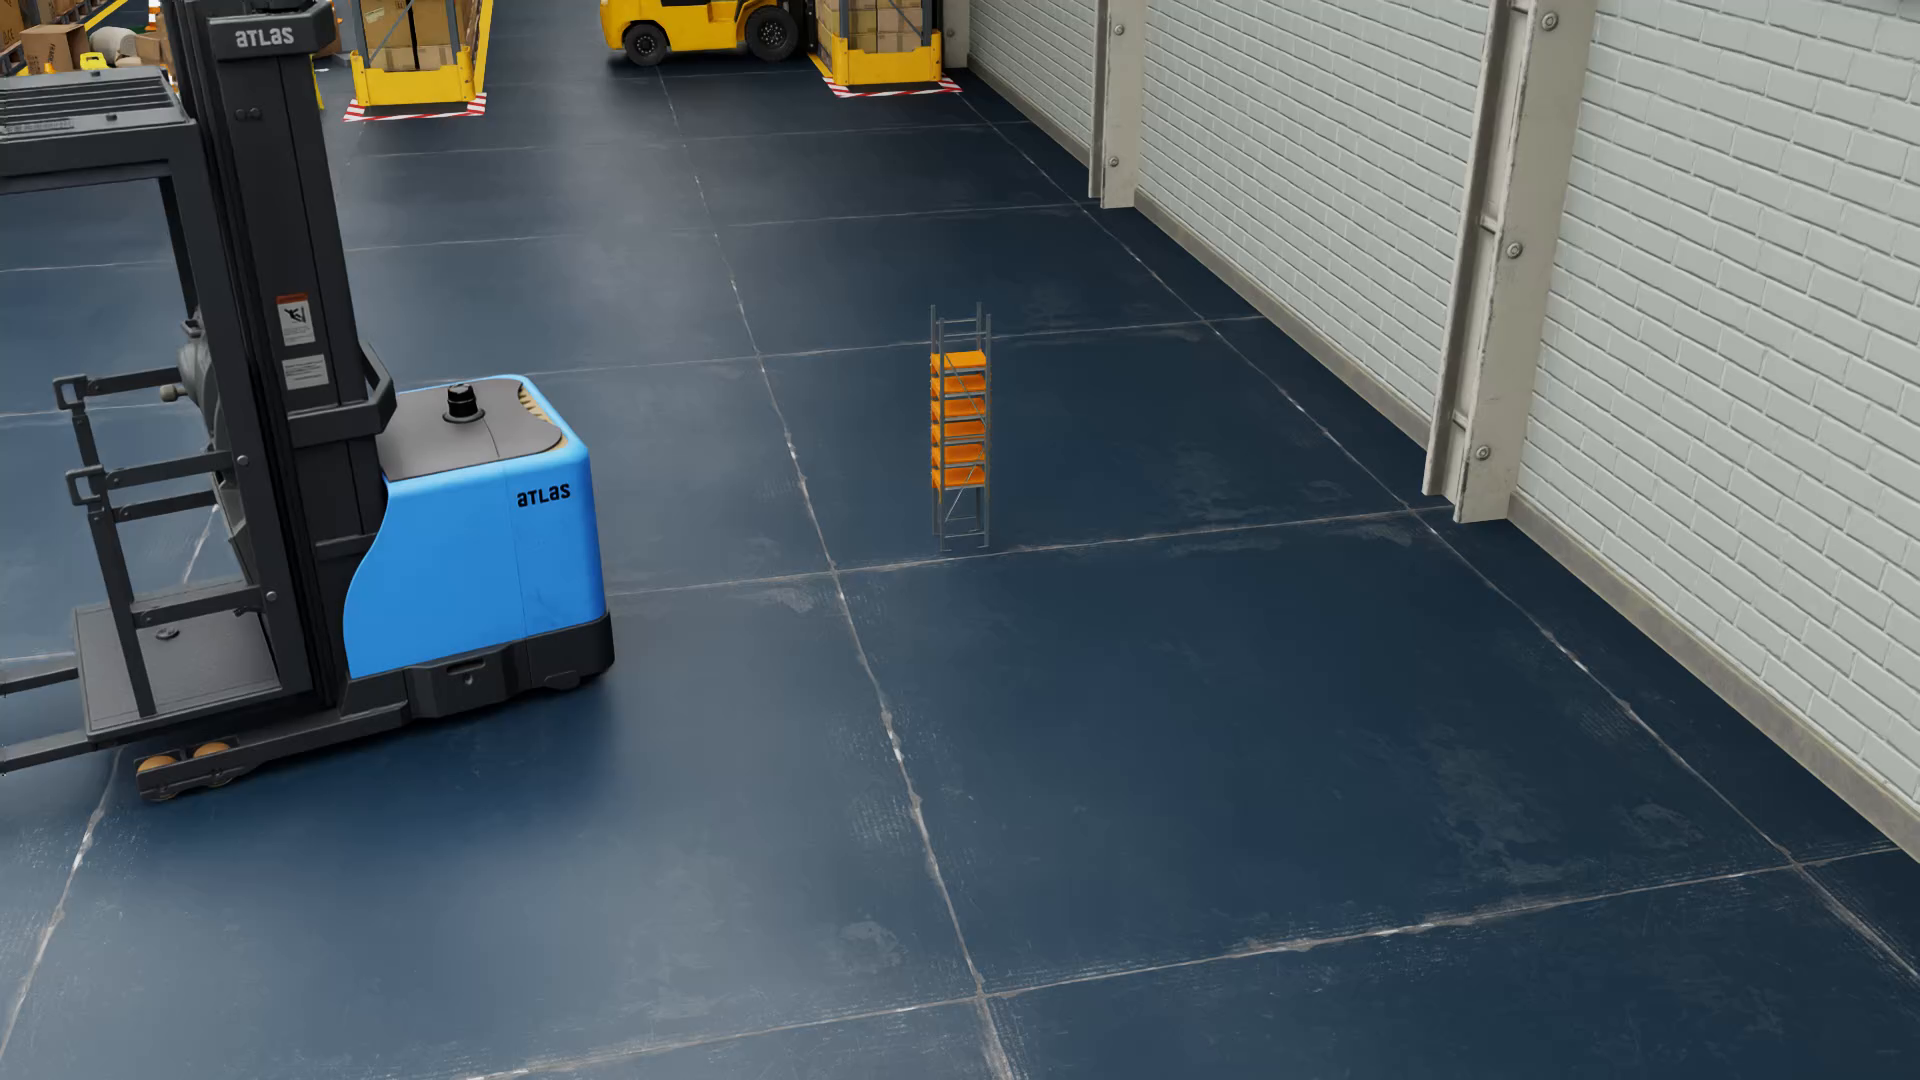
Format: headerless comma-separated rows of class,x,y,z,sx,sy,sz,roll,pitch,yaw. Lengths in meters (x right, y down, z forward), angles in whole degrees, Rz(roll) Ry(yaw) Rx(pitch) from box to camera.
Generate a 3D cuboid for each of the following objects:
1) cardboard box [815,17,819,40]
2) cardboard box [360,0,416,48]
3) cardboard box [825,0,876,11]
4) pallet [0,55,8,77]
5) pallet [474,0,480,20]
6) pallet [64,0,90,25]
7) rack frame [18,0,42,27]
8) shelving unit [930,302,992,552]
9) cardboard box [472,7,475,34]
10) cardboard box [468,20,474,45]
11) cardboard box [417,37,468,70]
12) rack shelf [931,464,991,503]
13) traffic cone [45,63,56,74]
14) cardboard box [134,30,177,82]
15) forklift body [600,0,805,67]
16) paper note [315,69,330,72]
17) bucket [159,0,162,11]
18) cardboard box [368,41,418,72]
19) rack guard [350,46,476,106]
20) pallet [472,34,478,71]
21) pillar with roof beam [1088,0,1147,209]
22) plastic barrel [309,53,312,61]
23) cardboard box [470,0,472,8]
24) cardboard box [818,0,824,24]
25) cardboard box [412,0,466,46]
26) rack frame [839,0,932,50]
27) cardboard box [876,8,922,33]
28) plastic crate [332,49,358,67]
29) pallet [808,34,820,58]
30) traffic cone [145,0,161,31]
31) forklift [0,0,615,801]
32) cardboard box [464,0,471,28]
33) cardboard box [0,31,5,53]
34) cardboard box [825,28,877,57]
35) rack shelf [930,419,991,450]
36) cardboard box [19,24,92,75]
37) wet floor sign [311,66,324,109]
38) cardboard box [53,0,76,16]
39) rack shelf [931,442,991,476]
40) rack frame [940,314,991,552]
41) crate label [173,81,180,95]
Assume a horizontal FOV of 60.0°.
cardboard box,-1.422,-5.970,19.335,0.500,0.250,0.500,-6,27,-11
cardboard box,-6.071,-5.511,17.592,0.500,0.500,0.500,-6,27,-11
cardboard box,-1.209,-5.973,18.231,0.500,0.250,0.500,-5,27,-10
pallet,-10.964,-4.976,17.875,1.003,0.211,1.213,-6,27,-12
pallet,-6.715,-6.744,21.376,1.003,0.211,1.213,-6,27,-12
pallet,-11.864,-6.723,21.335,1.003,0.211,1.213,-6,27,-12
rack frame,-11.338,-7.100,18.987,1.000,3.000,0.127,-6,27,-12
shelving unit,0.003,-0.529,7.967,0.258,1.200,0.189,-6,27,-12
cardboard box,-6.013,-6.142,19.675,0.500,0.250,0.500,-7,28,-13
cardboard box,-5.792,-5.696,18.792,0.500,0.250,0.500,-4,27,-8
cardboard box,-5.549,-5.233,17.874,0.500,0.250,0.500,-6,27,-12
rack shelf,0.003,-0.275,8.095,0.258,0.103,0.180,-6,27,-12
traffic cone,-9.173,-4.589,16.827,0.336,0.463,0.334,-6,27,-12
cardboard box,-8.499,-5.290,18.173,0.637,0.503,0.797,19,32,32
forklift body,-3.006,-6.665,19.067,2.313,2.155,1.214,-6,27,-12
paper note,-7.173,-5.289,18.694,0.142,0.019,0.148,-16,31,-29
bucket,-9.061,-6.491,19.728,0.726,0.611,0.620,3,17,6
cardboard box,-6.086,-5.189,17.787,0.500,0.250,0.500,-6,27,-12
rack guard,-5.654,-4.808,17.221,1.175,0.500,0.348,-6,27,-12
pallet,-6.074,-5.574,19.059,1.003,0.211,1.213,-6,27,-12
pillar with roof beam,-2.922,-6.401,10.944,9.100,9.000,0.400,-6,27,-12
plastic barrel,-7.577,-5.494,18.664,0.512,0.421,0.421,13,30,24
cardboard box,-6.027,-6.486,19.524,0.500,0.500,0.500,-5,27,-11
cardboard box,-1.318,-5.983,18.805,0.500,0.250,0.500,-6,27,-12
cardboard box,-5.555,-5.578,17.726,0.500,0.500,0.500,-7,28,-13
rack frame,-0.801,-6.396,17.594,1.000,3.000,0.127,-6,27,-12
cardboard box,-0.705,-5.807,18.457,0.500,0.250,0.500,-5,27,-11
plastic crate,-6.983,-5.571,19.198,0.402,0.080,0.583,-16,31,-29
pallet,-1.286,-6.018,19.938,1.003,0.211,1.213,-6,27,-12
traffic cone,-10.169,-6.709,21.029,0.336,0.463,0.334,-6,27,-12
forklift,-3.013,-0.593,6.173,3.031,2.935,1.130,-14,30,-25
cardboard box,-5.782,-6.028,18.617,0.500,0.500,0.500,-5,27,-11
cardboard box,-11.057,-5.660,18.027,0.875,0.875,0.875,-6,27,-11
cardboard box,-1.215,-5.531,18.464,0.500,0.250,0.500,-6,27,-11
rack shelf,0.003,-0.490,7.987,0.258,0.103,0.180,-6,27,-12
cardboard box,-9.988,-5.408,18.406,0.500,0.500,0.500,-1,27,-3
wet floor sign,-6.636,-4.648,16.742,0.267,0.644,0.232,3,27,6
cardboard box,-11.779,-6.970,20.761,1.050,0.750,0.750,-6,27,-12
rack shelf,0.003,-0.382,8.041,0.258,0.103,0.180,-6,27,-12
rack frame,0.024,-0.489,7.887,0.240,1.200,0.006,-6,27,-12
crate label,-8.233,-4.747,17.504,0.250,0.136,0.298,-23,35,-38
